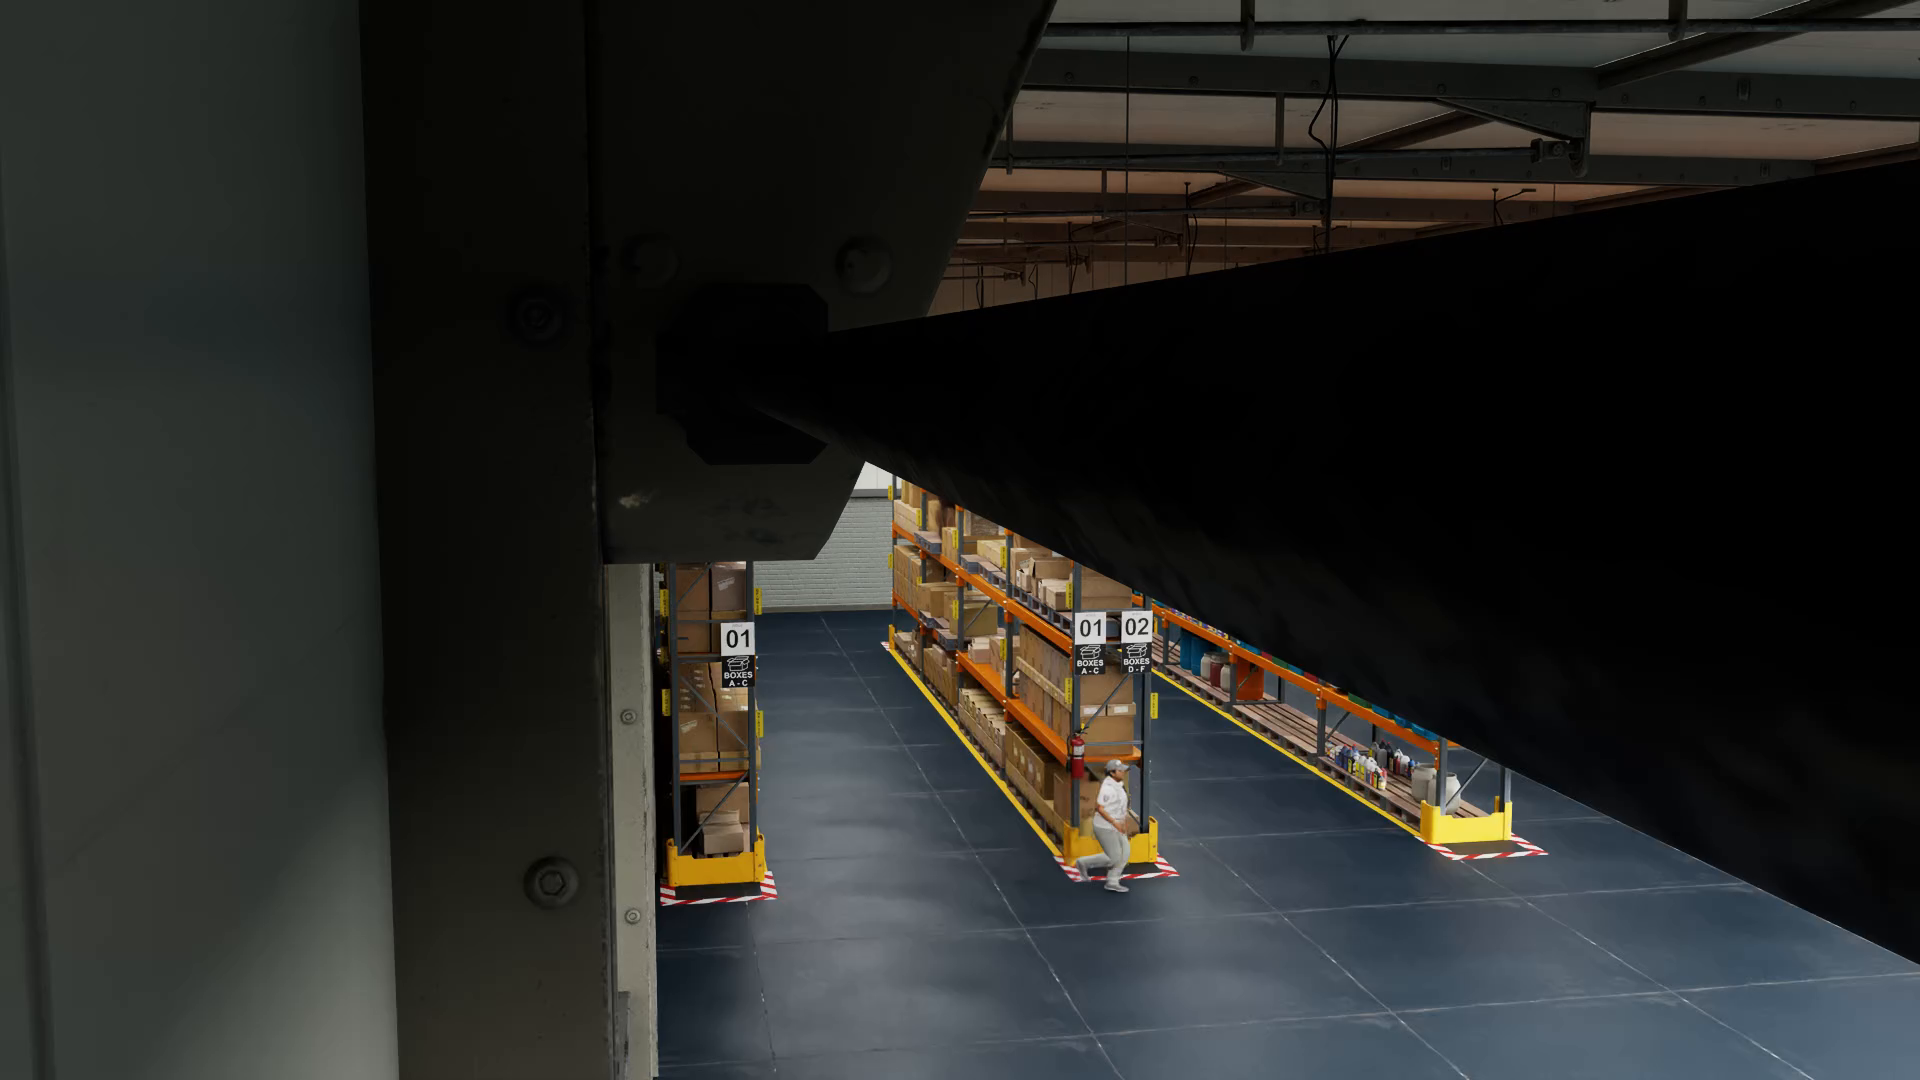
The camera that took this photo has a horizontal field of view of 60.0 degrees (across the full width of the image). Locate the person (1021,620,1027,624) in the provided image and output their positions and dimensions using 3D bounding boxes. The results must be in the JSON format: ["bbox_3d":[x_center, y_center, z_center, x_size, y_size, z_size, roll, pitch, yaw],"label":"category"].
[{"bbox_3d":[1.438,1.694,35.977,0.650,1.603,0.942,-2,6,-15],"label":"person"}]

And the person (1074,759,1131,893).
[{"bbox_3d":[1.715,3.397,19.838,0.646,1.616,0.592,2,7,19],"label":"person"}]
